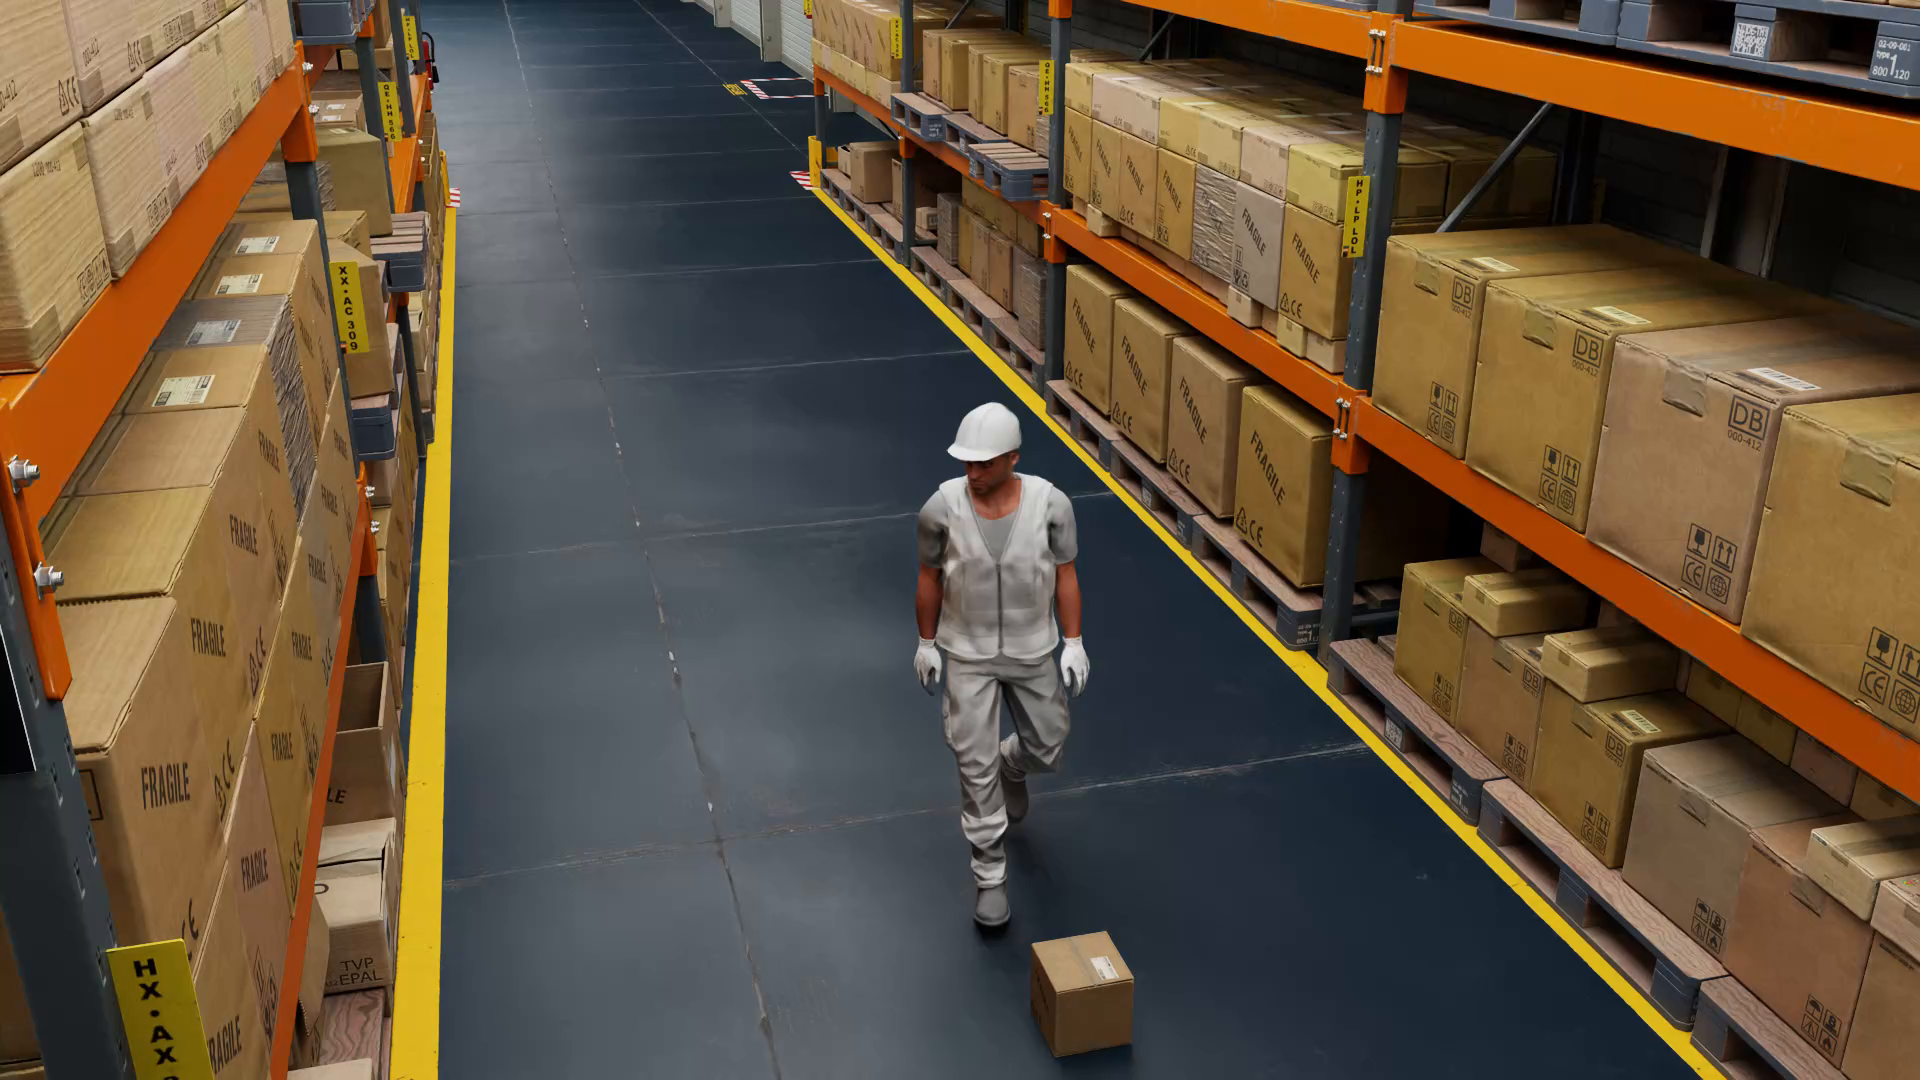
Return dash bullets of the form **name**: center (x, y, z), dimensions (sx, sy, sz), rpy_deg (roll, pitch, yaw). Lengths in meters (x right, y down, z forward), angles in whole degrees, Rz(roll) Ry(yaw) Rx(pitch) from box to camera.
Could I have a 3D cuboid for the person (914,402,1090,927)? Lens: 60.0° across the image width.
- **person**: center (0.142, 0.373, 5.664), dimensions (0.596, 1.772, 0.840), rpy_deg (-2, 23, -4)
